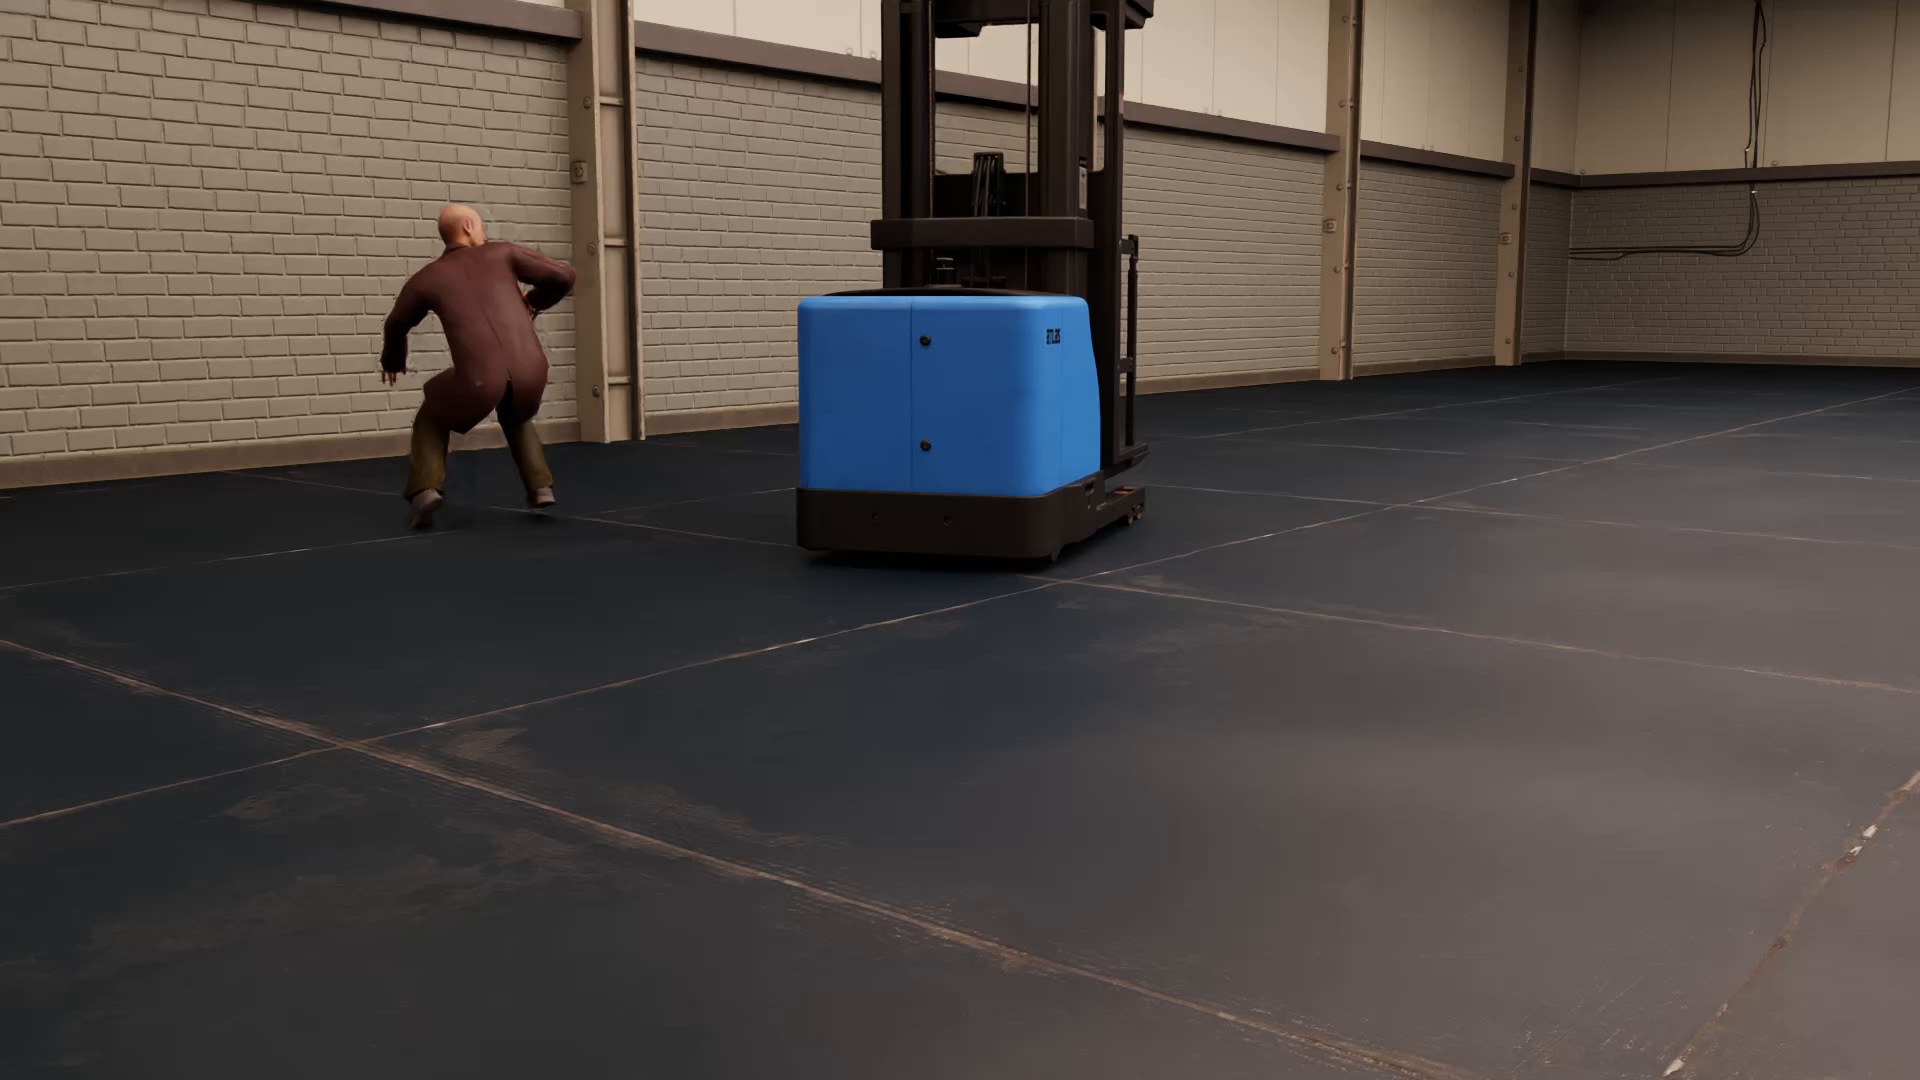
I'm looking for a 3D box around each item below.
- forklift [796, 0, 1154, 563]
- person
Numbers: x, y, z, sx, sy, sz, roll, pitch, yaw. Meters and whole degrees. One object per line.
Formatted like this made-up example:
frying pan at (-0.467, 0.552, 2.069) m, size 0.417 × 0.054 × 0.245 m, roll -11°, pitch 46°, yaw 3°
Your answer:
forklift at (0.272, -1.535, 7.772) m, size 1.130 × 2.935 × 3.031 m, roll 3°, pitch 9°, yaw 18°
person at (-2.291, -0.820, 7.941) m, size 0.846 × 1.532 × 0.910 m, roll -4°, pitch 9°, yaw -26°
